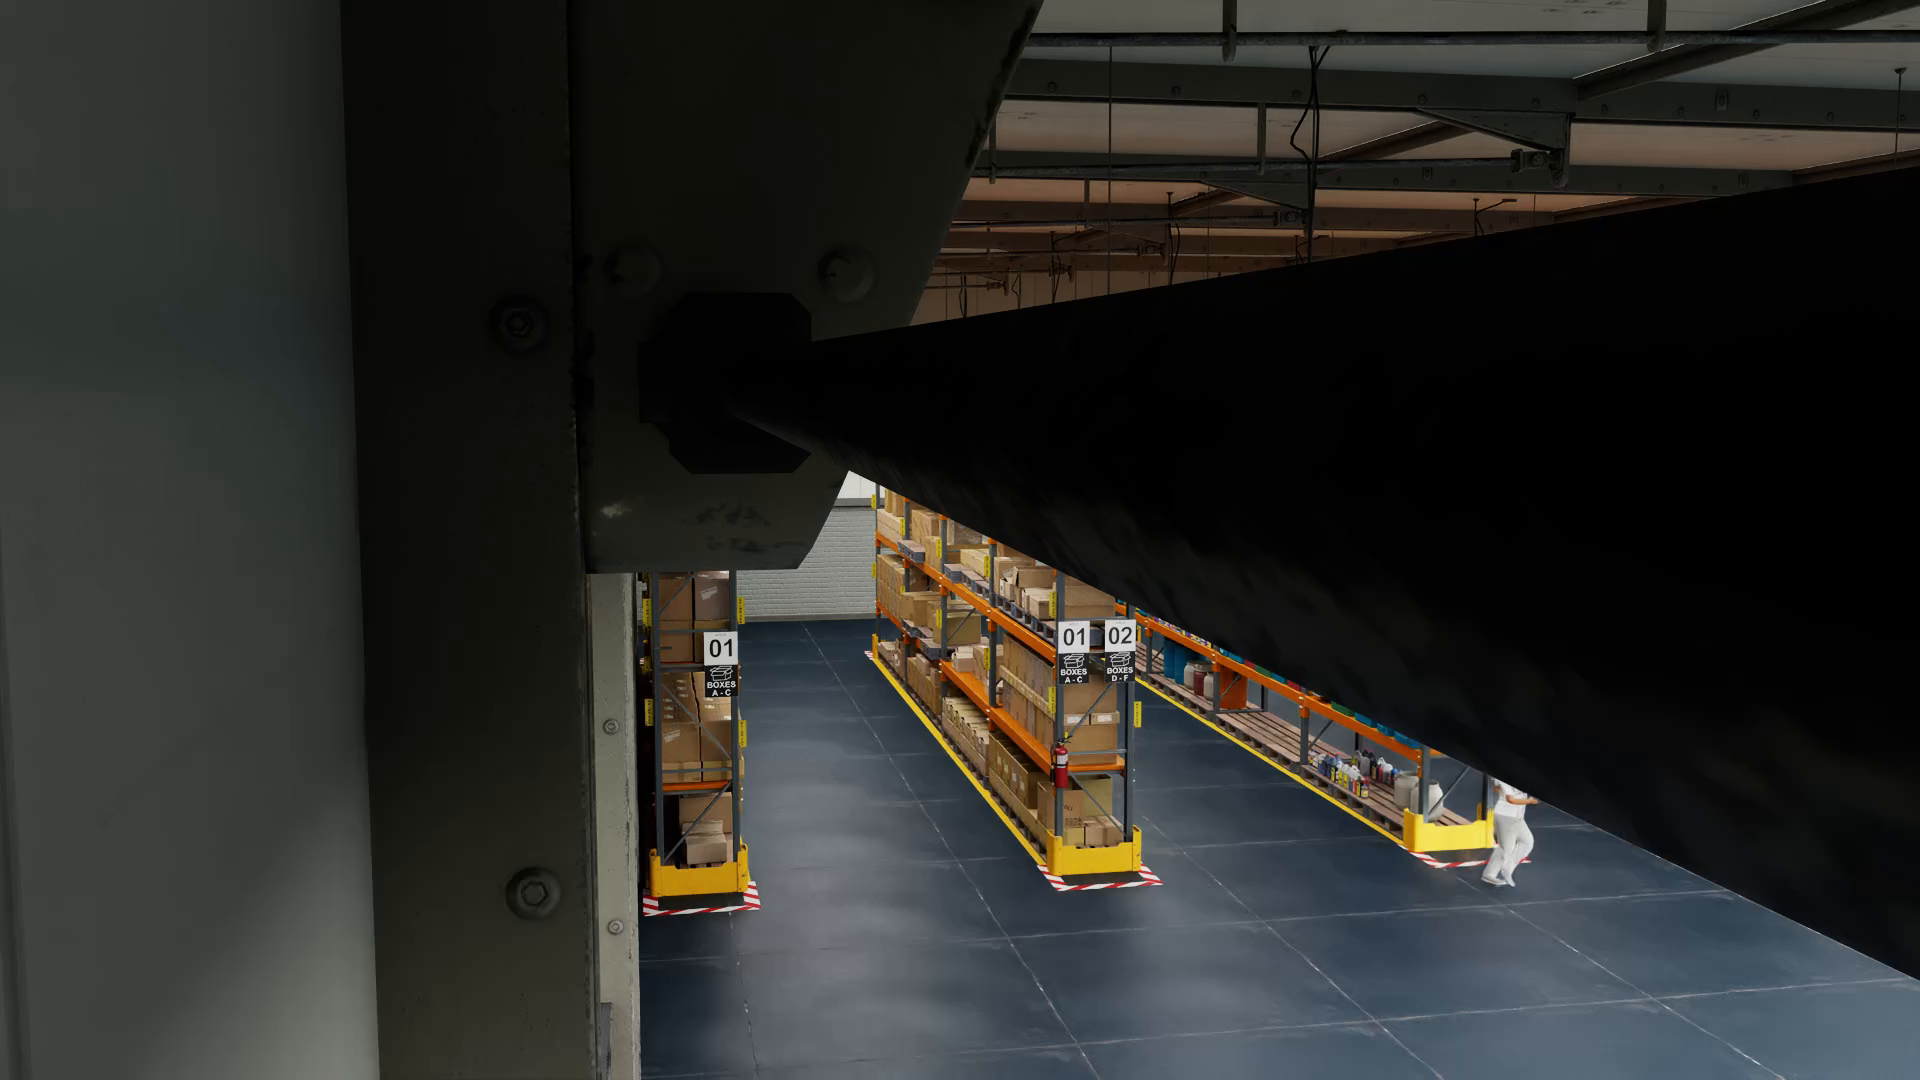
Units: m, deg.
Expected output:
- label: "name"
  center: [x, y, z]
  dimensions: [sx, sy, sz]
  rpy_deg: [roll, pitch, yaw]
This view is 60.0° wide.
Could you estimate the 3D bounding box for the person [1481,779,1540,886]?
- label: "person"
  center: [6.788, 3.433, 20.444]
  dimensions: [0.660, 1.675, 0.608]
  rpy_deg: [2, 6, 21]
